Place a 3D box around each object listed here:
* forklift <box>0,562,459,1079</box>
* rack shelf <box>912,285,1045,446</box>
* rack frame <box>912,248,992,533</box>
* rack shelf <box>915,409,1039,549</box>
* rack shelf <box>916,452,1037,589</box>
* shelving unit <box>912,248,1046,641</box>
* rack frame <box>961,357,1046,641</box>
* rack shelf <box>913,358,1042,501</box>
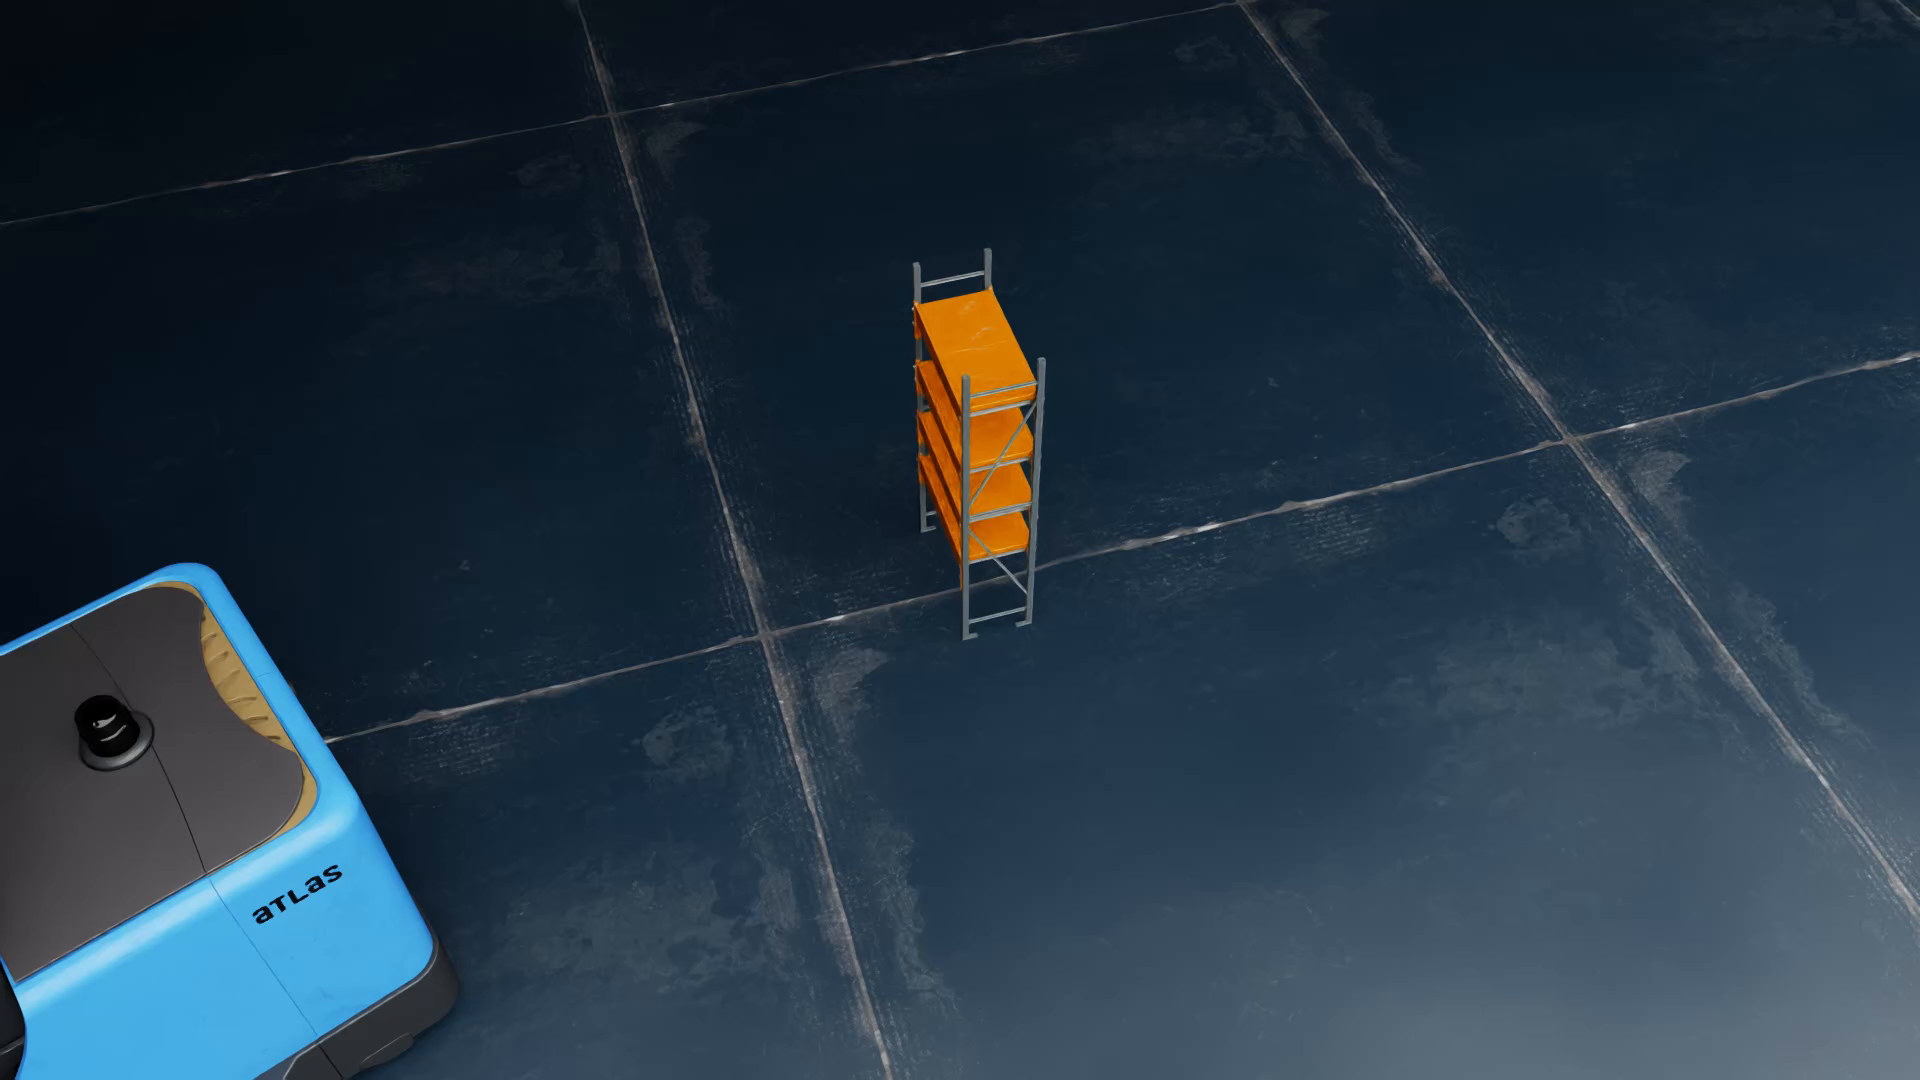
[{"bbox_3d":[-2.861,0.764,3.189,3.031,2.935,1.130,-31,56,-23],"label":"forklift"},{"bbox_3d":[0.049,-0.519,4.889,0.258,0.148,0.480,-13,51,-11],"label":"rack shelf"},{"bbox_3d":[-0.023,-0.444,5.340,0.240,1.200,0.015,-13,51,-11],"label":"rack frame"},{"bbox_3d":[0.049,-0.222,5.241,0.258,0.148,0.480,-13,51,-11],"label":"rack shelf"},{"bbox_3d":[0.049,-0.094,5.393,0.258,0.148,0.480,-13,51,-11],"label":"rack shelf"},{"bbox_3d":[0.049,-0.266,5.189,0.258,1.200,0.503,-13,51,-11],"label":"shelving unit"},{"bbox_3d":[0.121,-0.088,5.039,0.240,1.200,0.015,-13,51,-11],"label":"rack frame"},{"bbox_3d":[0.049,-0.367,5.070,0.258,0.148,0.480,-13,51,-11],"label":"rack shelf"}]
